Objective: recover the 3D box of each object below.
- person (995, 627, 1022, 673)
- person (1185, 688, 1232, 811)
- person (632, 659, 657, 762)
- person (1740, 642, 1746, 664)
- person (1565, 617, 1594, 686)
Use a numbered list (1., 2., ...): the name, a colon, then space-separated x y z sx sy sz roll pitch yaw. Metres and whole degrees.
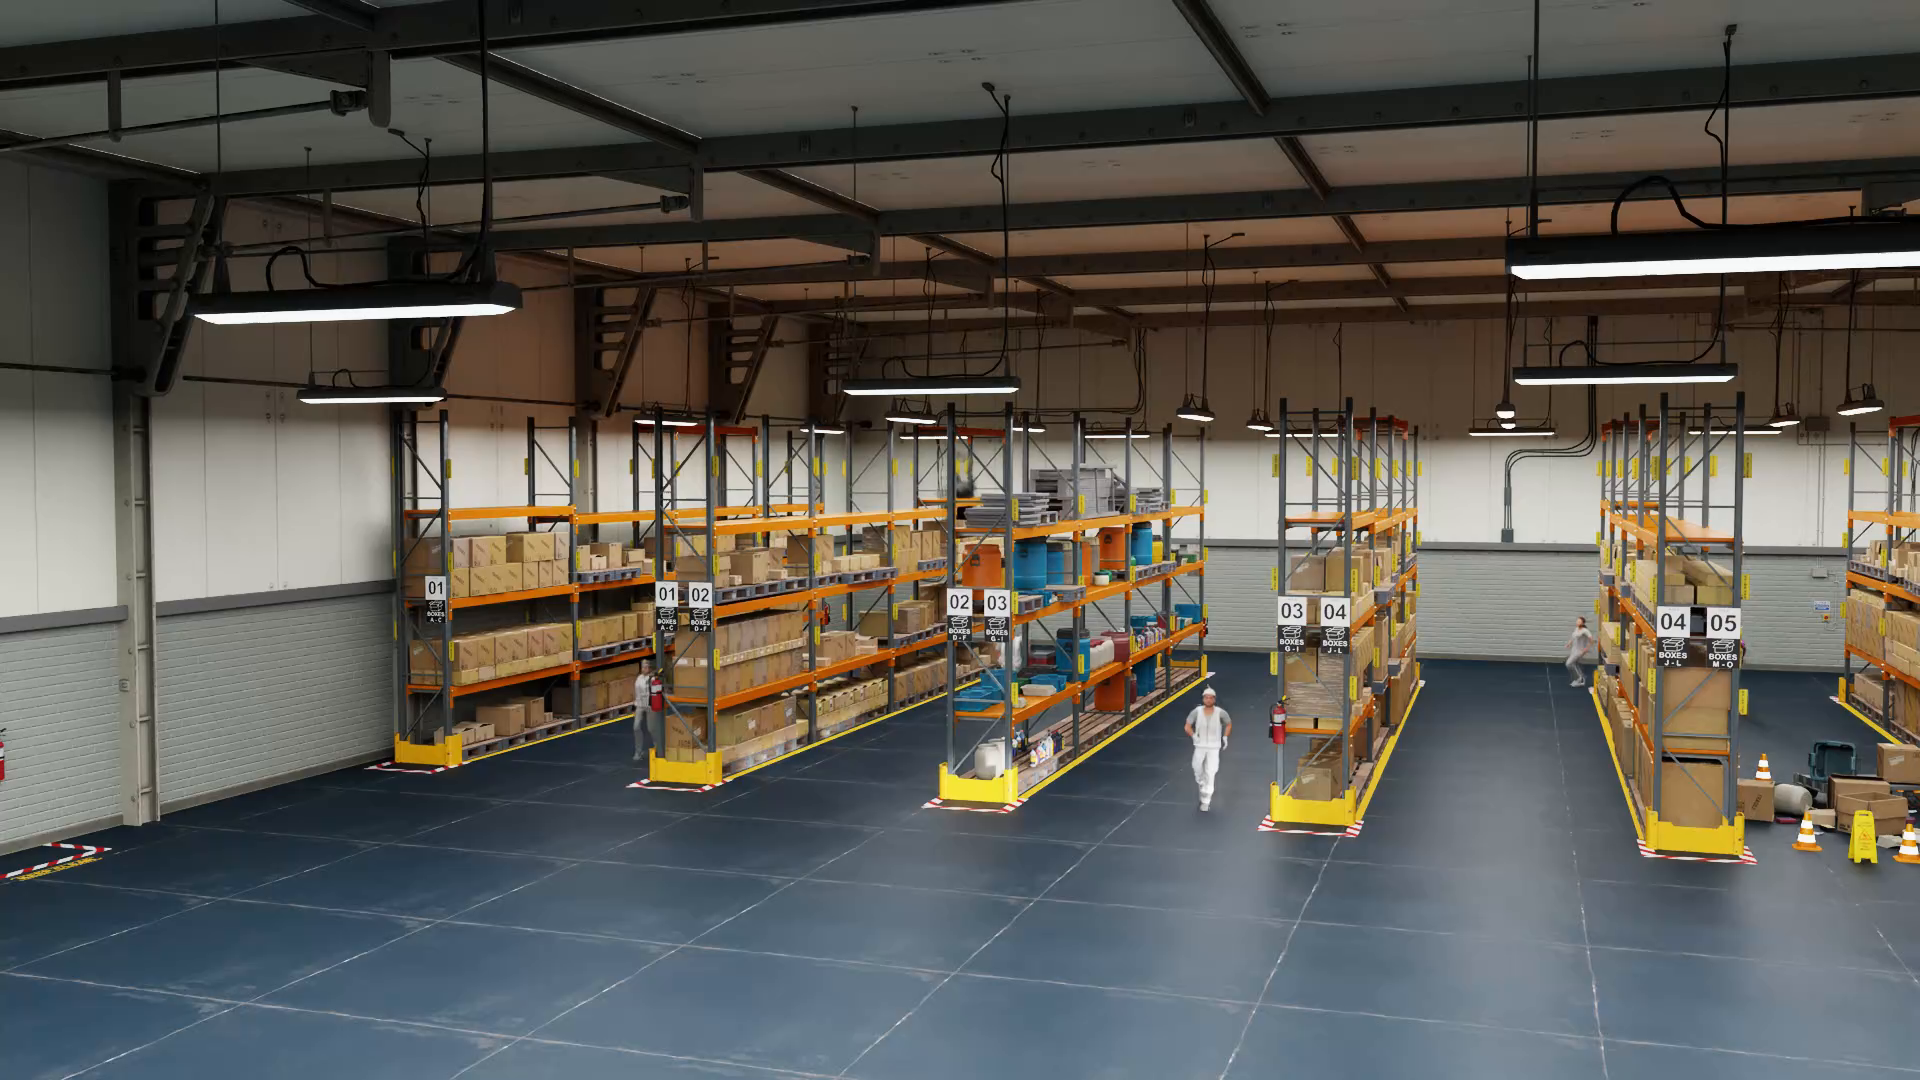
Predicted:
1. person: 1.067 2.638 34.686 0.709 1.775 0.770 1 3 12
2. person: 3.653 3.060 24.495 0.684 1.769 0.796 1 3 13
3. person: -5.406 2.925 28.703 0.594 1.751 0.717 1 3 19
4. person: 16.059 2.592 34.914 0.705 1.765 0.961 0 2 9
5. person: 14.122 2.555 37.988 0.606 1.616 0.624 0 2 -12
